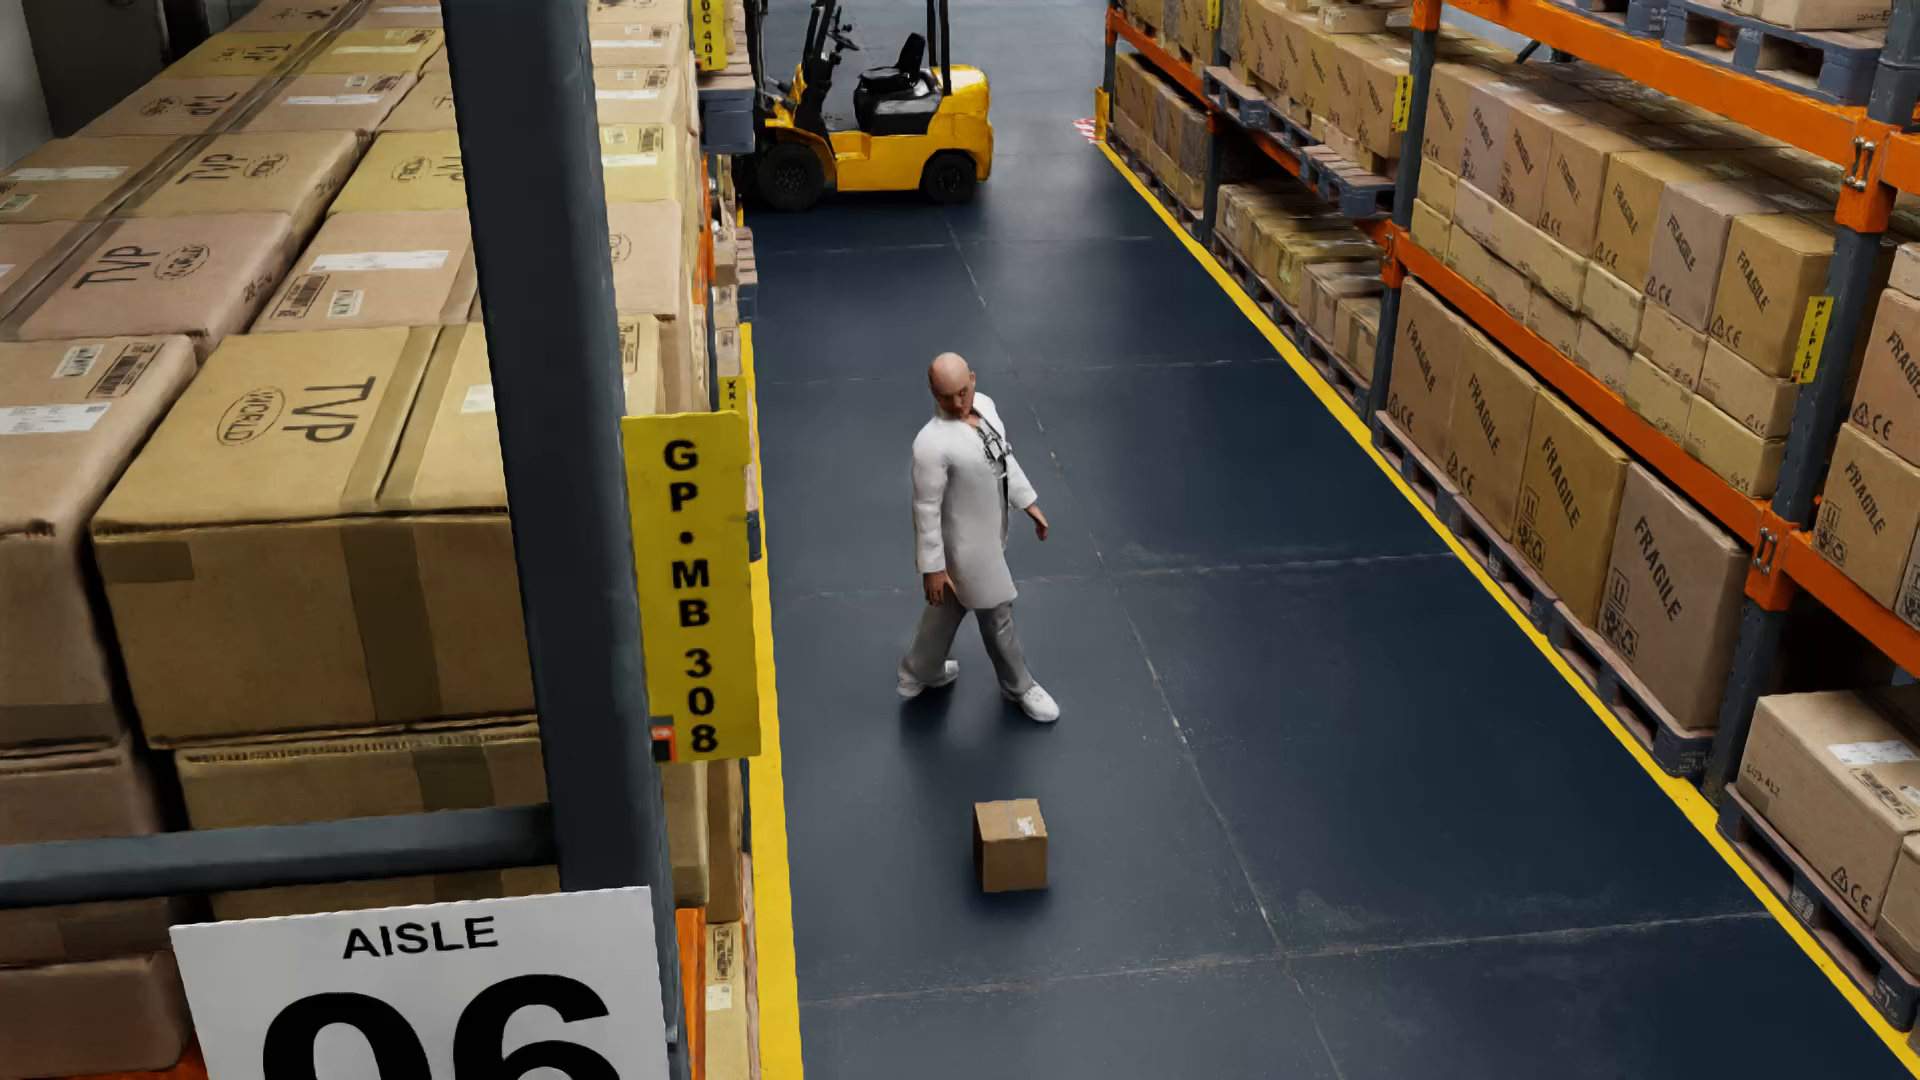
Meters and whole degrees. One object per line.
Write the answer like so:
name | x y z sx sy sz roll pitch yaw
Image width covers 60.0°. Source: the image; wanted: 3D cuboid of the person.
person | 0.076 0.000 7.154 0.763 1.742 0.617 6 27 12
